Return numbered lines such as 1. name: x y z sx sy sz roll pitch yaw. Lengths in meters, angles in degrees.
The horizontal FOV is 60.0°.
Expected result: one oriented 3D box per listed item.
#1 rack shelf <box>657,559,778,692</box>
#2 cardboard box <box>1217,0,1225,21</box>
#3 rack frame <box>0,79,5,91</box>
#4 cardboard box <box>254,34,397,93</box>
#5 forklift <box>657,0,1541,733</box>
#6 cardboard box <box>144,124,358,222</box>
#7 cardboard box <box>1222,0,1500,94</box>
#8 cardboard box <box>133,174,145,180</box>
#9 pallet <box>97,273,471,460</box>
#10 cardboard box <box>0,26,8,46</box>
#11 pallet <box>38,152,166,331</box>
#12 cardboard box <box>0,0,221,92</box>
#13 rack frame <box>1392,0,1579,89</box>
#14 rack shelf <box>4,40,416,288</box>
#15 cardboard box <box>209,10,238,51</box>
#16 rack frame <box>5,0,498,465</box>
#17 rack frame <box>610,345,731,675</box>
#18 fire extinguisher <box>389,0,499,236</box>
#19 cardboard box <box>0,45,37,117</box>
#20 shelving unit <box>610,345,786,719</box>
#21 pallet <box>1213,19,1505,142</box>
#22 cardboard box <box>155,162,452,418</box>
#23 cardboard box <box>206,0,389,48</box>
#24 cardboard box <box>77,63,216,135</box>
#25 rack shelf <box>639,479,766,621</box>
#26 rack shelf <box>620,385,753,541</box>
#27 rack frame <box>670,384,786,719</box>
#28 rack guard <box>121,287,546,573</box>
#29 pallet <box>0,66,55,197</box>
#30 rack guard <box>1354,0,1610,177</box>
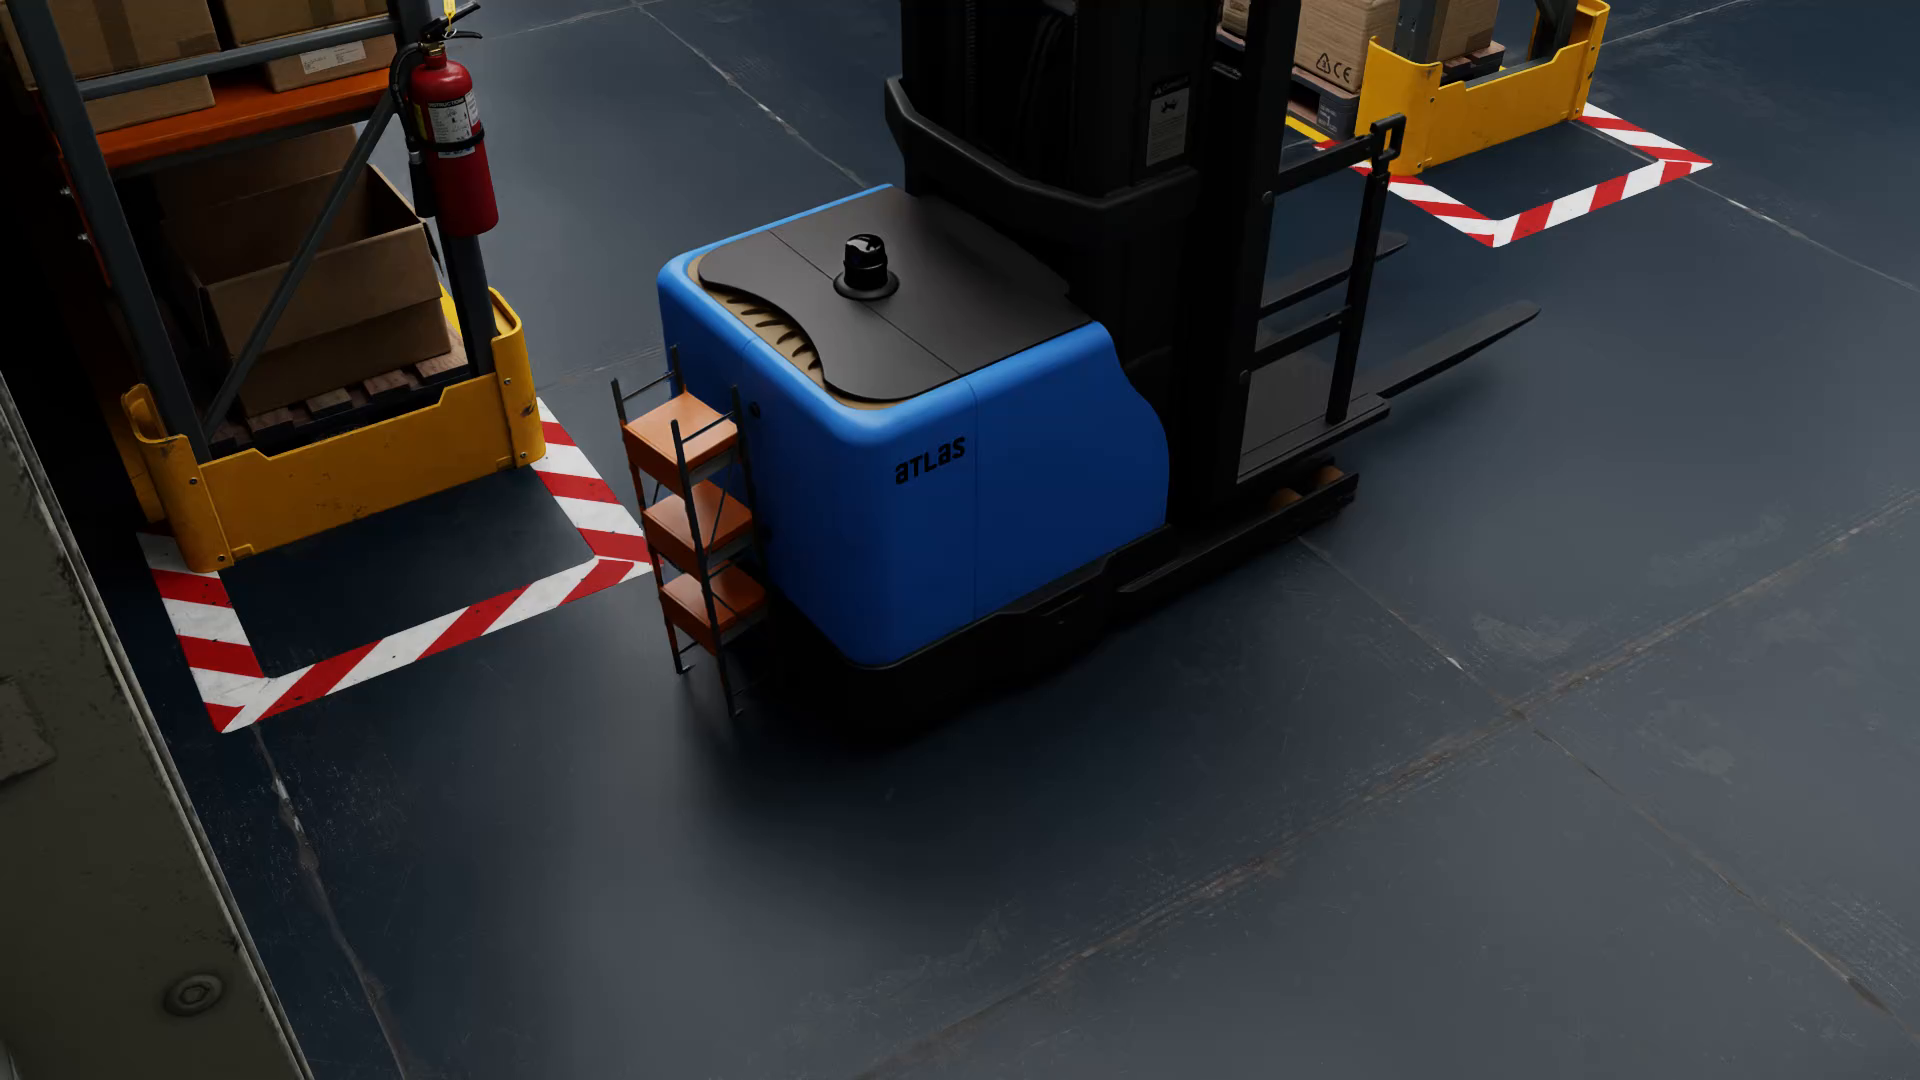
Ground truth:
1. rack shelf: -0.665 0.219 4.608 0.215 0.259 0.240 -34 51 -30
2. cardboard box: 1.330 -2.986 8.164 0.875 0.438 0.875 -21 44 -23
3. rack frame: -4.065 -3.445 7.041 1.000 3.000 0.127 -22 45 -24
4. cardboard box: -1.860 -1.461 4.857 0.380 0.149 0.250 -23 45 -25
5. forklift: 0.650 -1.369 4.603 3.031 2.935 1.130 -26 46 -27
6. cardboard box: -2.590 -1.324 6.121 0.700 0.500 0.500 -20 44 -23
7. cardboard box: 1.829 -2.495 7.575 0.875 0.438 0.875 -24 45 -26
8. cardboard box: -3.149 -1.885 6.793 0.700 0.500 0.500 -24 45 -26
9. pallet: -2.385 -0.685 5.908 1.003 0.211 1.213 -22 45 -24
10. cardboard box: -2.803 -1.670 5.107 0.380 0.149 0.250 -22 45 -24
11. pallet: -3.037 -1.343 6.697 1.003 0.211 1.213 -22 45 -24
12. cardboard box: -2.386 -1.499 4.591 0.500 0.250 0.500 -21 44 -23
13. rack frame: 2.268 -2.996 6.503 1.000 3.000 0.127 -22 45 -24
14. rack shelf: -2.990 -2.089 5.976 1.077 0.370 4.000 -22 45 -24
15. cardboard box: -2.036 -1.583 5.002 0.380 0.149 0.250 -21 44 -23
16. rack frame: -1.915 -1.286 4.450 1.000 3.000 0.127 -22 45 -24
17. rack frame: -0.763 -0.051 4.482 0.200 1.050 0.008 -34 51 -30
18. fire extinguisher: -1.446 -1.193 4.690 0.296 0.674 0.183 -22 45 -24
19. cardboard box: -3.909 -2.135 7.242 0.500 0.311 0.500 -21 44 -23
20. shelving unit: -0.678 0.005 4.415 0.215 1.050 0.252 -34 51 -30
21. pallet: 1.773 -2.330 7.881 1.003 0.211 1.213 -22 45 -24
22. cardboard box: -2.164 -0.851 5.550 0.797 0.503 0.637 -24 45 -26
23. cardboard box: -1.931 -1.680 4.808 0.500 0.250 0.500 -22 45 -24
24. cardboard box: -2.319 -1.276 4.634 0.380 0.149 0.250 -23 45 -25
25. rack shelf: -0.677 0.013 4.422 0.215 0.259 0.240 -34 51 -30
26. rack shelf: -0.689 -0.198 4.232 0.215 0.259 0.240 -34 51 -30
27. rack frame: -0.593 0.061 4.348 0.200 1.050 0.008 -34 51 -30
28. rack guard: -1.955 -0.367 5.299 1.175 0.500 0.348 -22 45 -24
29. pallet: -3.697 -2.002 7.488 1.003 0.211 1.213 -22 45 -24
30. rack guard: 2.281 -2.023 7.287 1.175 0.500 0.348 -22 45 -24
